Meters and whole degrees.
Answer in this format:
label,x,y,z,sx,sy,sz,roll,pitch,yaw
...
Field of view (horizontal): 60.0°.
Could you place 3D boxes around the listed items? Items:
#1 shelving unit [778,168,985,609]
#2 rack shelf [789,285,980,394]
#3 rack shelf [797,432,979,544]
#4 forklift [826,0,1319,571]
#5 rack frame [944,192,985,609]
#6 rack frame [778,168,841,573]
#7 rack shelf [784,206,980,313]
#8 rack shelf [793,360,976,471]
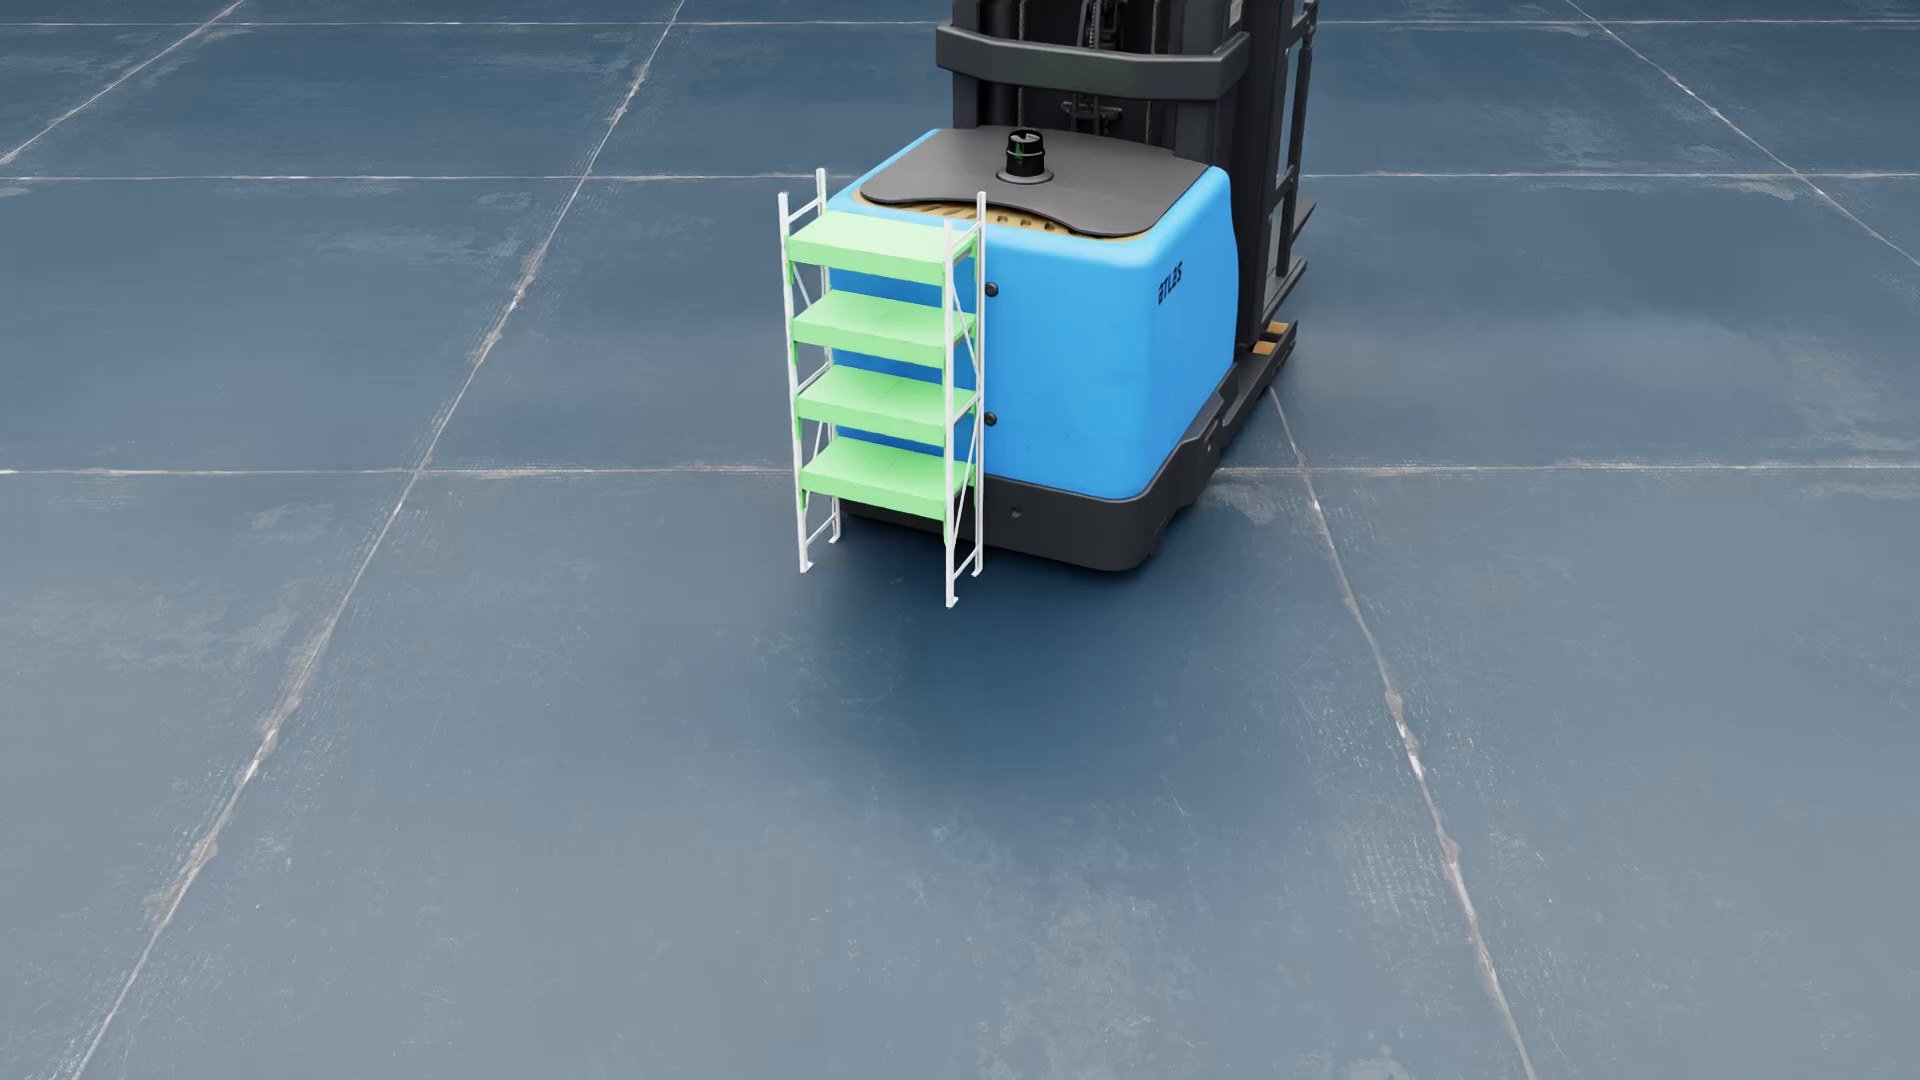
label,x,y,z,sx,sy,sz,roll,pitch,yaw
shelving unit,-0.209,-0.419,4.784,0.503,1.200,0.258,13,34,20
rack shelf,-0.210,-0.569,4.692,0.480,0.148,0.258,13,34,20
rack shelf,-0.209,-0.159,4.941,0.480,0.148,0.258,13,34,20
forklift,0.639,-1.908,5.569,1.130,2.935,3.031,13,34,20
rack frame,0.014,-0.368,4.700,0.015,1.200,0.240,13,34,20
rack frame,-0.433,-0.470,4.867,0.015,1.200,0.240,13,34,20
rack shelf,-0.210,-0.775,4.568,0.480,0.148,0.258,13,34,20
rack shelf,-0.209,-0.364,4.817,0.480,0.148,0.258,13,34,20
